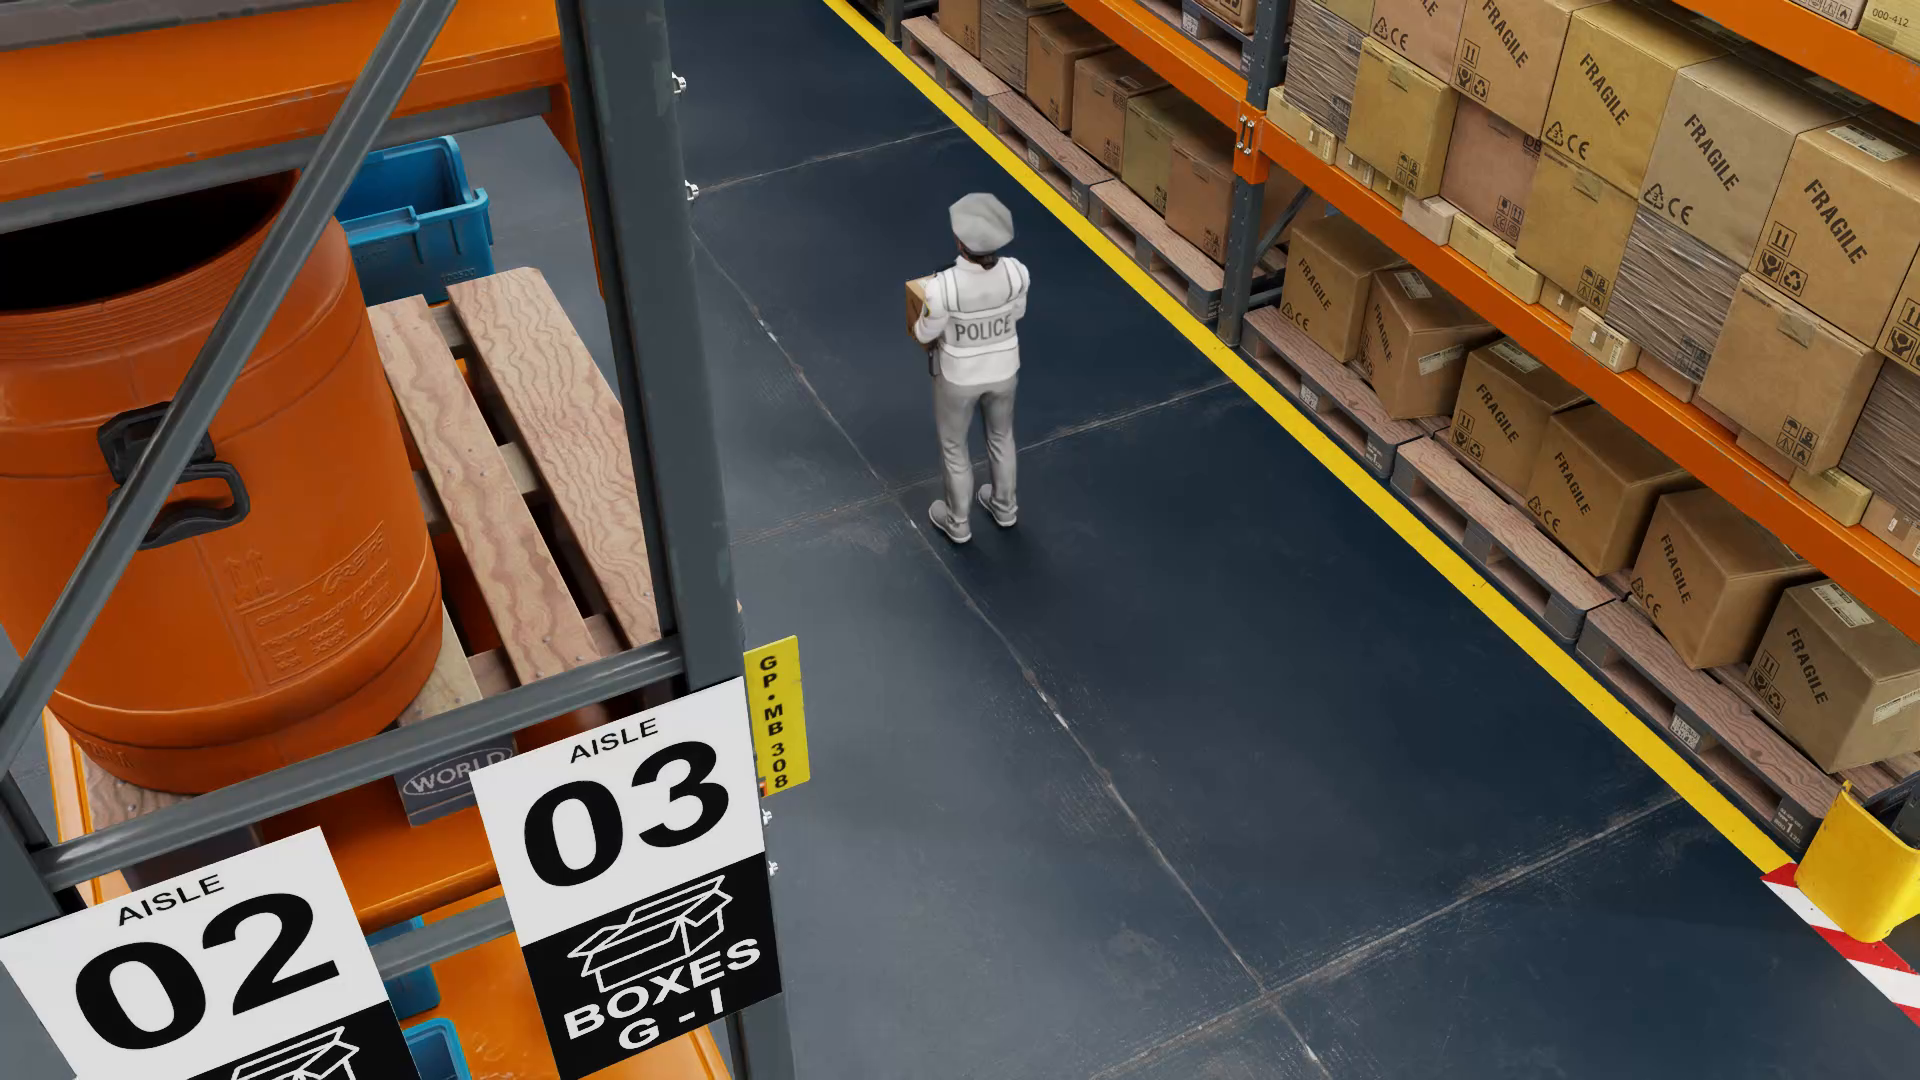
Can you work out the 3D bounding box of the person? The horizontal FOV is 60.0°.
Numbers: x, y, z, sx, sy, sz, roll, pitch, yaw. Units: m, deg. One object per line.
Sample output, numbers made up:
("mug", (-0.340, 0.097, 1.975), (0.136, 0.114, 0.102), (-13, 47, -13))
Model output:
("person", (0.037, -0.738, 6.966), (0.468, 1.697, 0.552), (-13, 43, -15))
